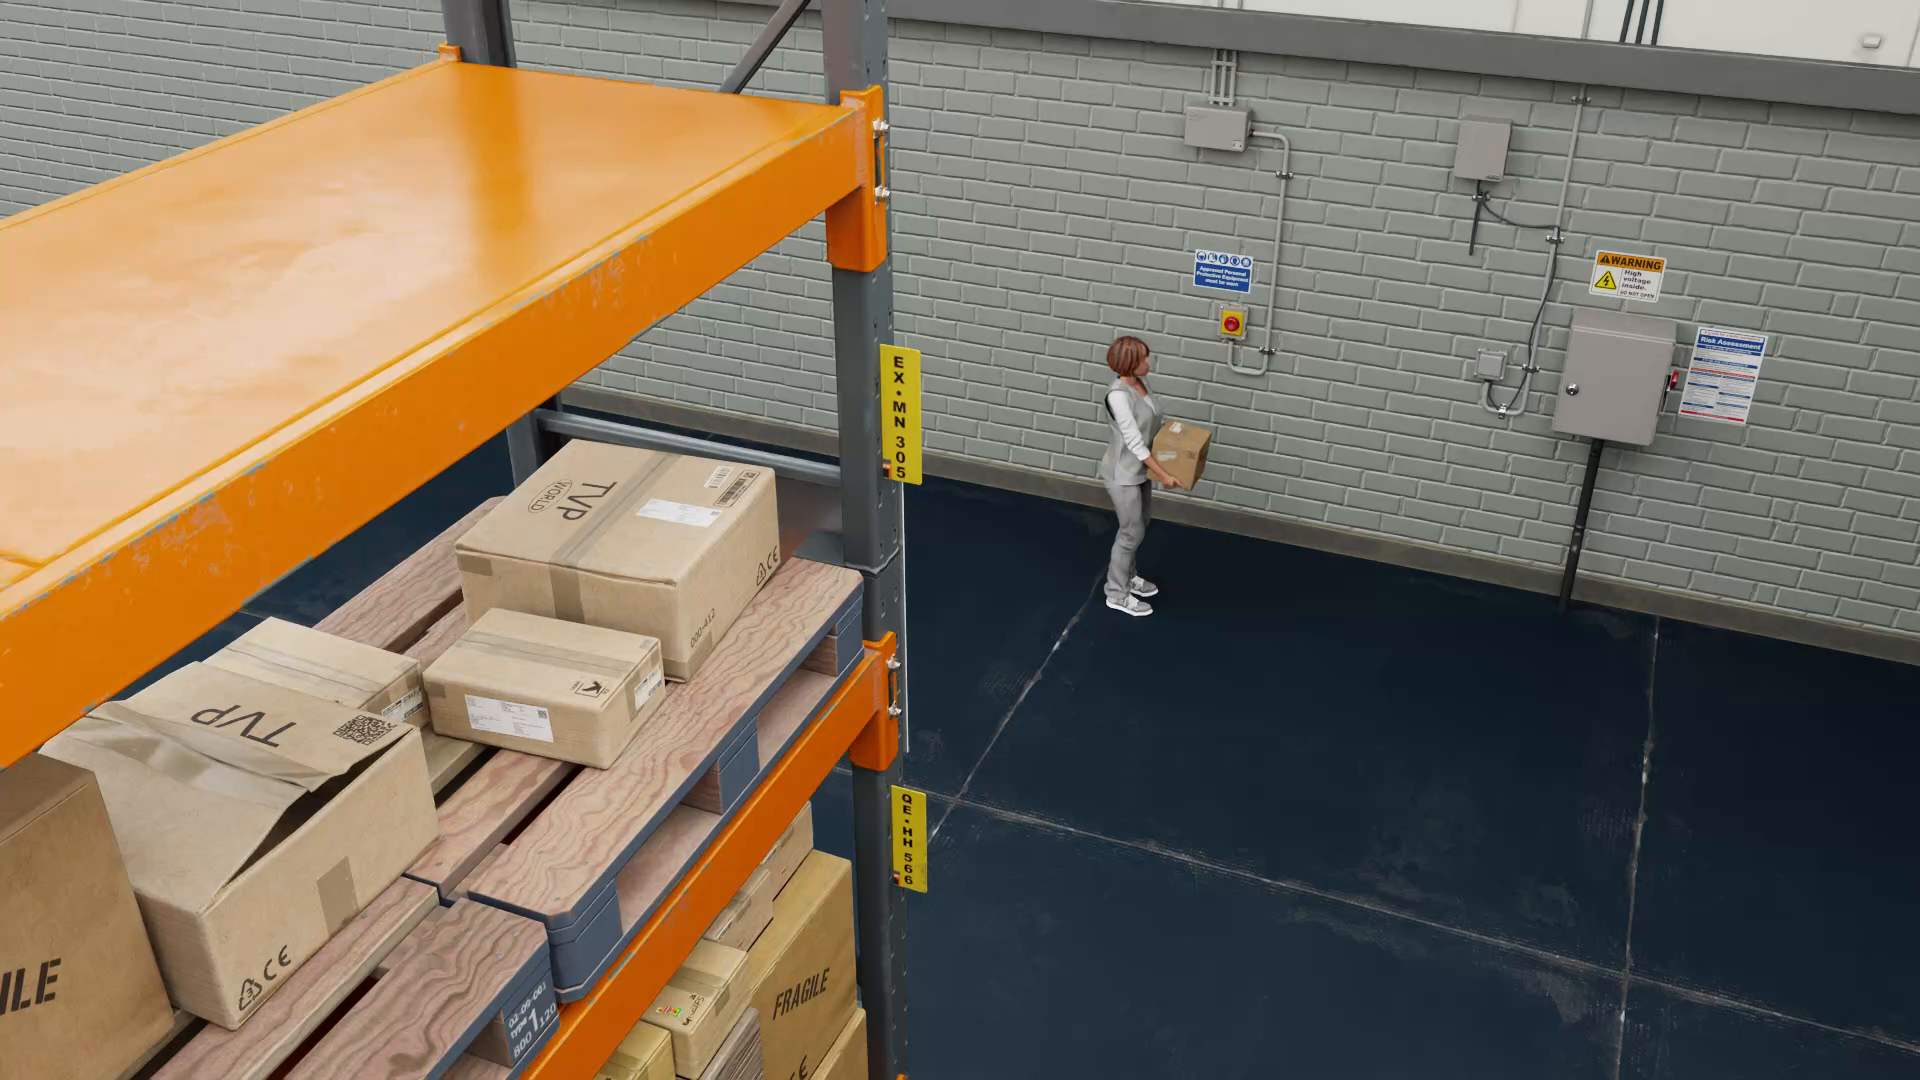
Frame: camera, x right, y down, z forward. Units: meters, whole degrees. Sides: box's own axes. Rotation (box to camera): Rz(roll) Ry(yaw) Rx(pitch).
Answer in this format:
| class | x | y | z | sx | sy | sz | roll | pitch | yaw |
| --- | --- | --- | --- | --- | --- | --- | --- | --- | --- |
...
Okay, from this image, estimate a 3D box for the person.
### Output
| class | x | y | z | sx | sy | sz | roll | pitch | yaw |
| --- | --- | --- | --- | --- | --- | --- | --- | --- | --- |
| person | 1.000 | -0.338 | 8.987 | 0.491 | 1.591 | 0.404 | 12 | 32 | 20 |
